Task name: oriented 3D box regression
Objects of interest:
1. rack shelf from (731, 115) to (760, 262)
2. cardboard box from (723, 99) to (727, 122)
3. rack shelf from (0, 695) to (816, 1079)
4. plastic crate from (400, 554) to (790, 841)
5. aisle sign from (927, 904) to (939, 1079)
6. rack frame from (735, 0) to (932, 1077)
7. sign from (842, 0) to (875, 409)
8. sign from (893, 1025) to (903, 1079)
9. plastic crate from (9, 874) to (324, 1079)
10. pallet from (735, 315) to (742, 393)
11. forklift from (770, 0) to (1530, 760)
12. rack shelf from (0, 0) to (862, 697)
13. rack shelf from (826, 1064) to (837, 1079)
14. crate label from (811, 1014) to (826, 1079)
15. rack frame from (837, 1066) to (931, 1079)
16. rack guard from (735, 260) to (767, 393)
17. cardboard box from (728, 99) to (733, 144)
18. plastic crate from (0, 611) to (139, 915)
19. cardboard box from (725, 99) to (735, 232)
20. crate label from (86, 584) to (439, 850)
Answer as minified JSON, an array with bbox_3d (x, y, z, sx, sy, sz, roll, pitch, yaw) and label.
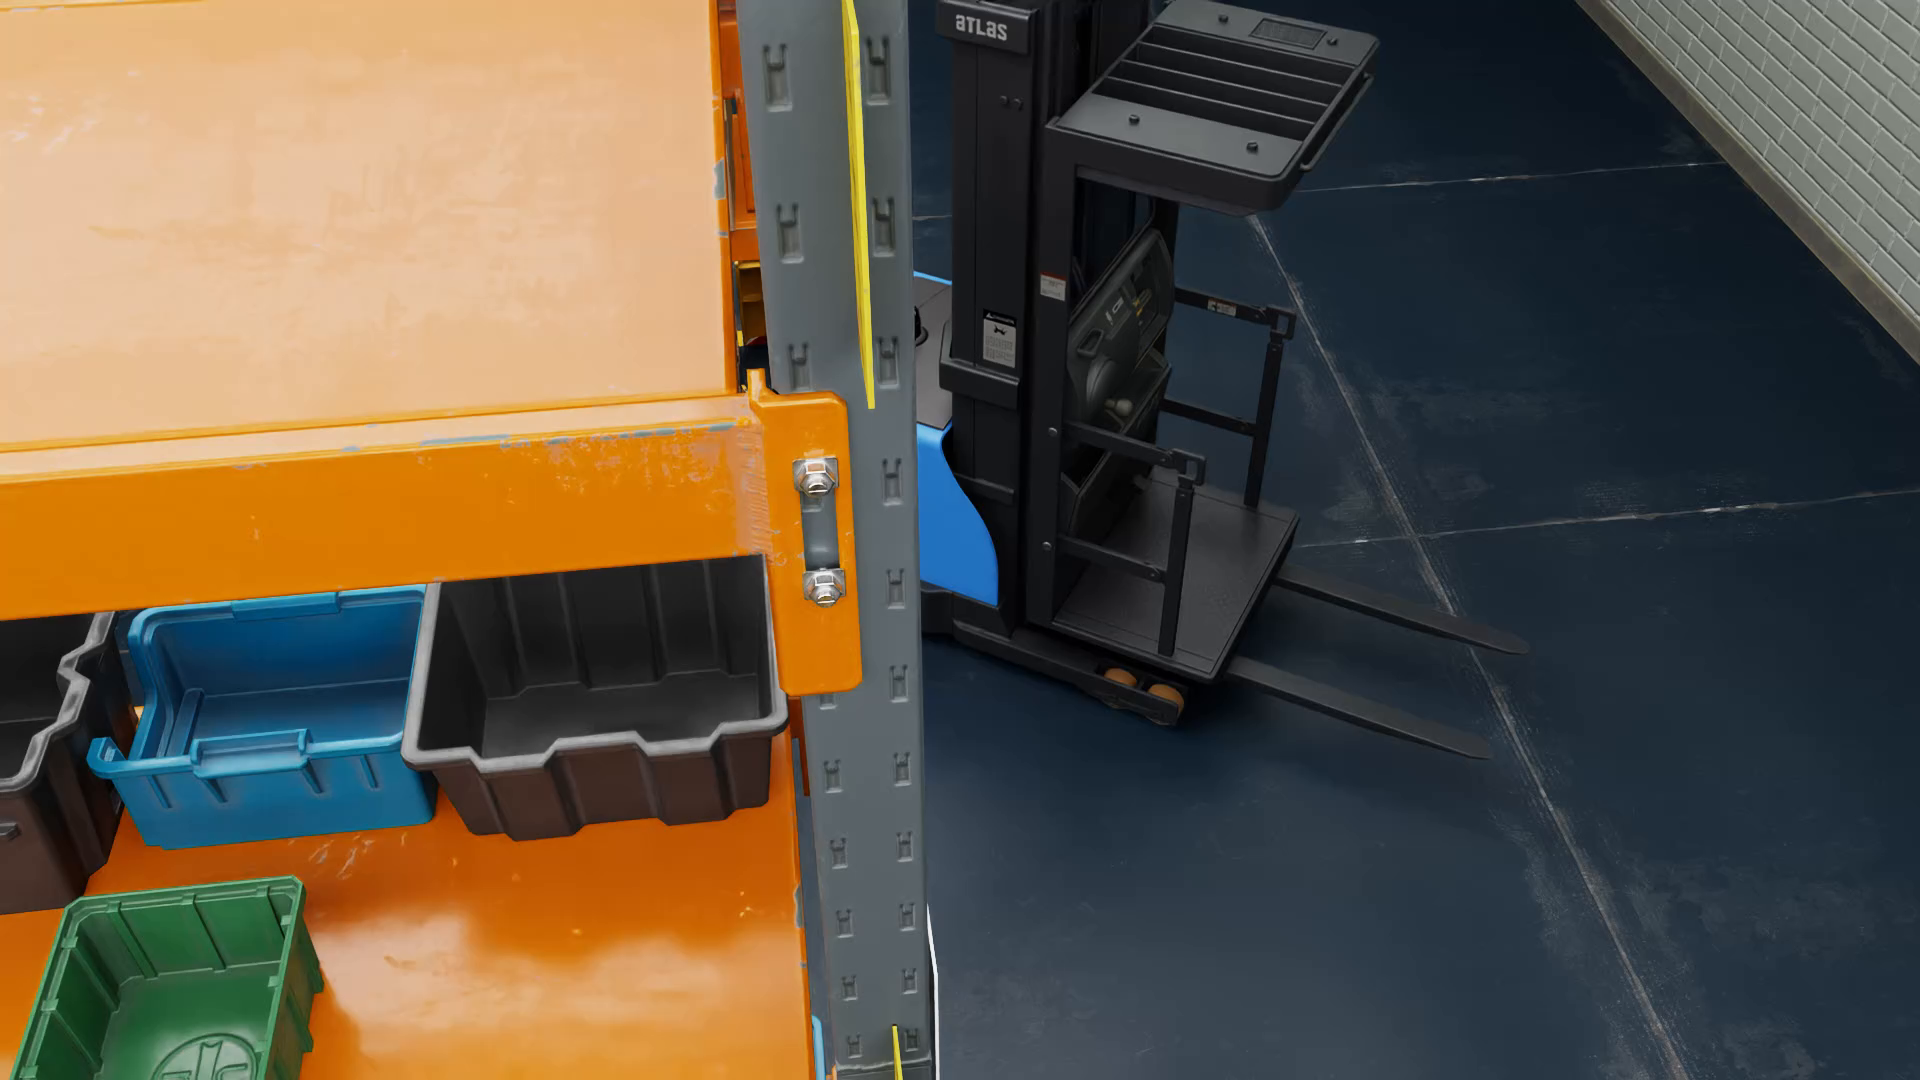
[{"bbox_3d":[-2.787,-1.363,7.274,4.000,0.370,1.077,-5,42,-6],"label":"rack shelf"},{"bbox_3d":[-1.209,-1.991,6.612,0.500,0.500,0.500,-5,42,-6],"label":"cardboard box"},{"bbox_3d":[-2.148,0.813,2.622,4.000,0.370,1.077,-5,42,-6],"label":"rack shelf"},{"bbox_3d":[-0.583,0.269,2.785,0.590,0.269,0.497,-5,42,-6],"label":"plastic crate"},{"bbox_3d":[-0.056,0.709,2.499,0.004,0.787,0.394,-5,42,-6],"label":"aisle sign"},{"bbox_3d":[-0.165,-0.742,1.569,0.127,3.000,1.000,-5,42,-6],"label":"rack frame"},{"bbox_3d":[-0.078,-0.258,1.273,0.005,0.325,0.100,-5,42,-6],"label":"sign"},{"bbox_3d":[-0.078,0.775,2.205,0.005,0.325,0.100,-5,42,-6],"label":"sign"},{"bbox_3d":[-1.106,0.726,2.339,0.336,0.188,0.450,-5,42,-6],"label":"plastic crate"},{"bbox_3d":[-1.669,-0.692,8.075,1.213,0.211,1.003,-5,42,-6],"label":"pallet"},{"bbox_3d":[0.783,-0.758,6.117,3.031,2.935,1.130,19,45,20],"label":"forklift"},{"bbox_3d":[-2.148,-0.152,1.751,4.000,0.370,1.077,-5,42,-6],"label":"rack shelf"},{"bbox_3d":[-2.148,1.927,3.626,4.000,0.370,1.077,-5,42,-6],"label":"rack shelf"},{"bbox_3d":[-0.453,1.329,3.833,0.303,0.233,0.416,-5,42,-6],"label":"crate label"},{"bbox_3d":[-0.165,1.486,3.578,0.127,3.000,1.000,-5,42,-6],"label":"rack frame"},{"bbox_3d":[-0.879,-0.869,8.055,0.348,0.500,1.175,-5,42,-6],"label":"rack guard"},{"bbox_3d":[-1.278,-1.978,7.343,0.500,0.500,0.500,-4,42,-5],"label":"cardboard box"},{"bbox_3d":[-1.716,0.345,2.649,0.767,0.338,0.504,-5,42,-6],"label":"plastic crate"},{"bbox_3d":[-1.212,-1.621,6.949,0.500,0.500,0.500,-4,42,-4],"label":"cardboard box"},{"bbox_3d":[-1.122,0.293,2.772,0.502,0.251,0.408,-5,42,-6],"label":"crate label"}]
